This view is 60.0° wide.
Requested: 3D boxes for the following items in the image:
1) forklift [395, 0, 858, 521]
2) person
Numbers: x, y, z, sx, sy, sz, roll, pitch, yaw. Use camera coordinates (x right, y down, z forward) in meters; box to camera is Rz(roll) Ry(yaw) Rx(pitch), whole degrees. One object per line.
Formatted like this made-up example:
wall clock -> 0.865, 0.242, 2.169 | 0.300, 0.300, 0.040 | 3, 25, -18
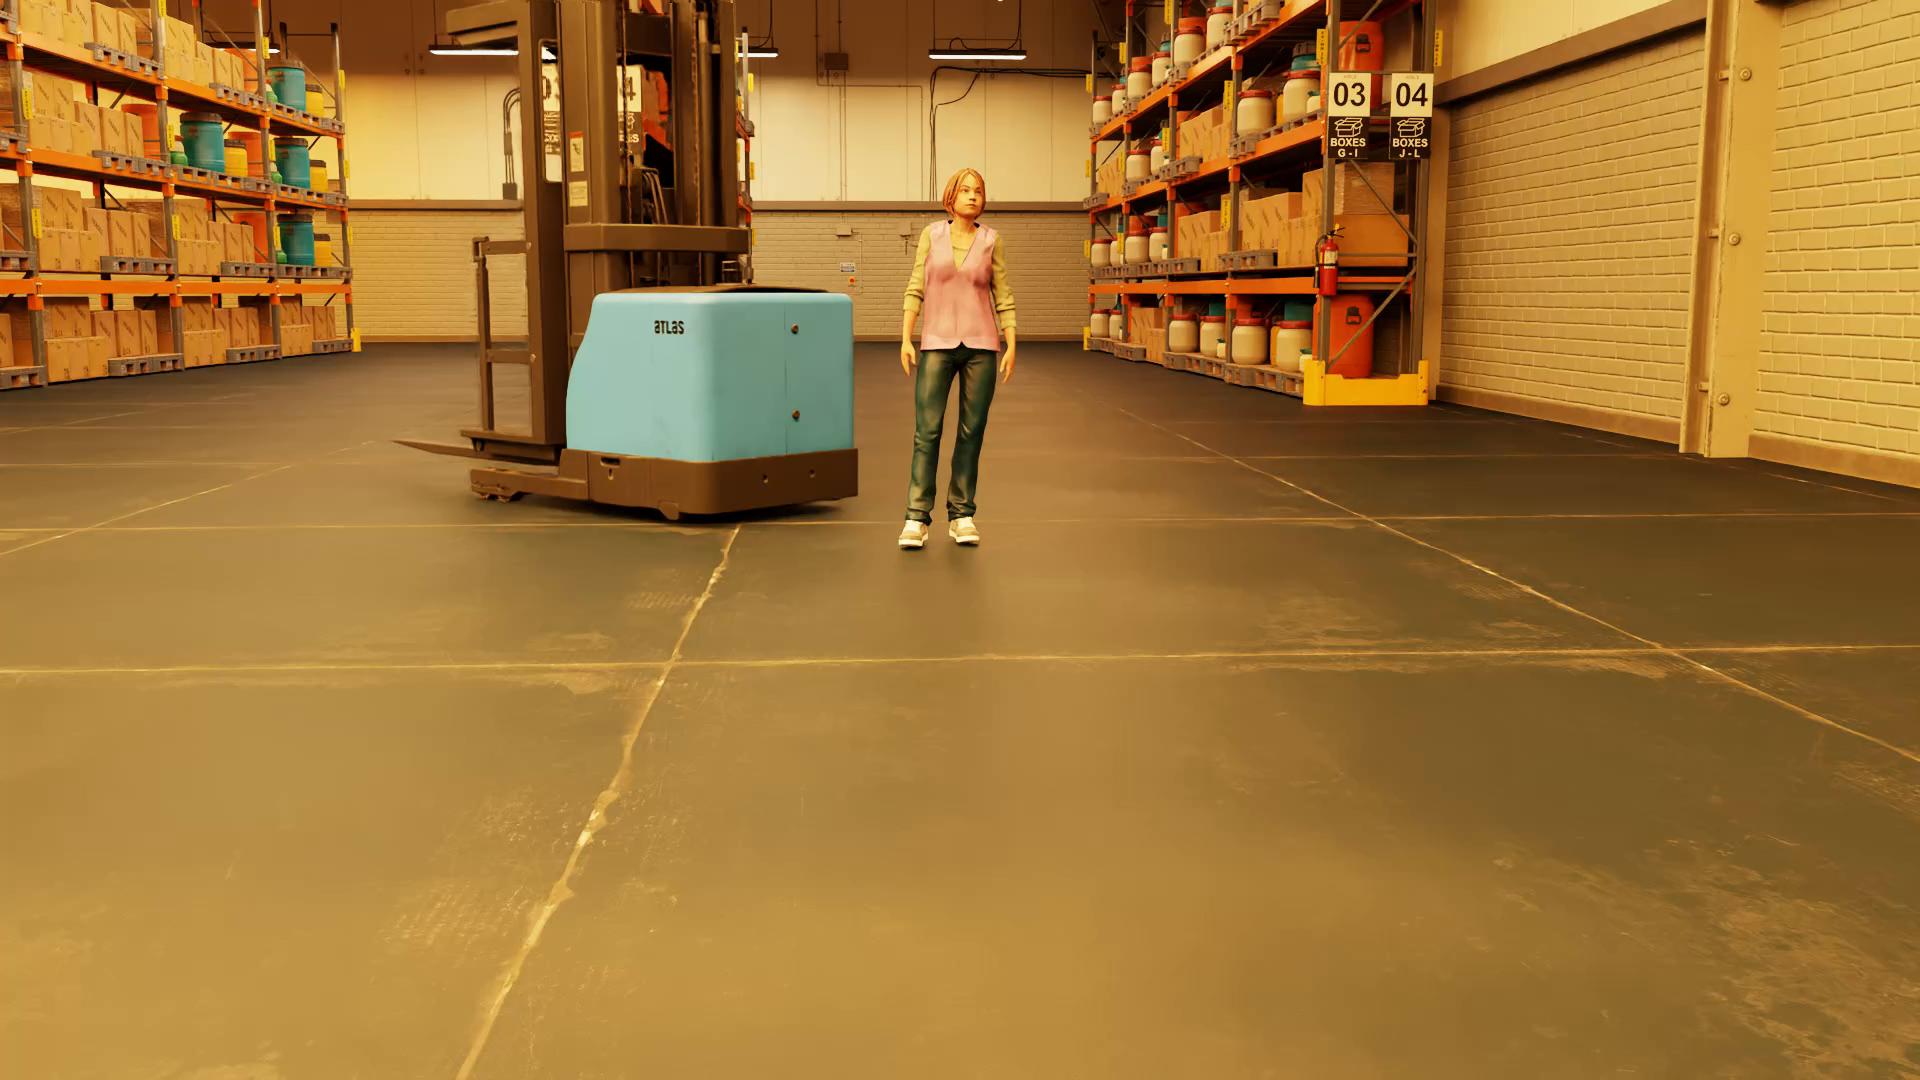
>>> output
forklift -> -1.945, -1.696, 8.750 | 3.031, 2.935, 1.130 | 7, 11, 41
person -> -0.010, -0.787, 7.118 | 0.519, 1.598, 0.475 | -1, 8, -4
